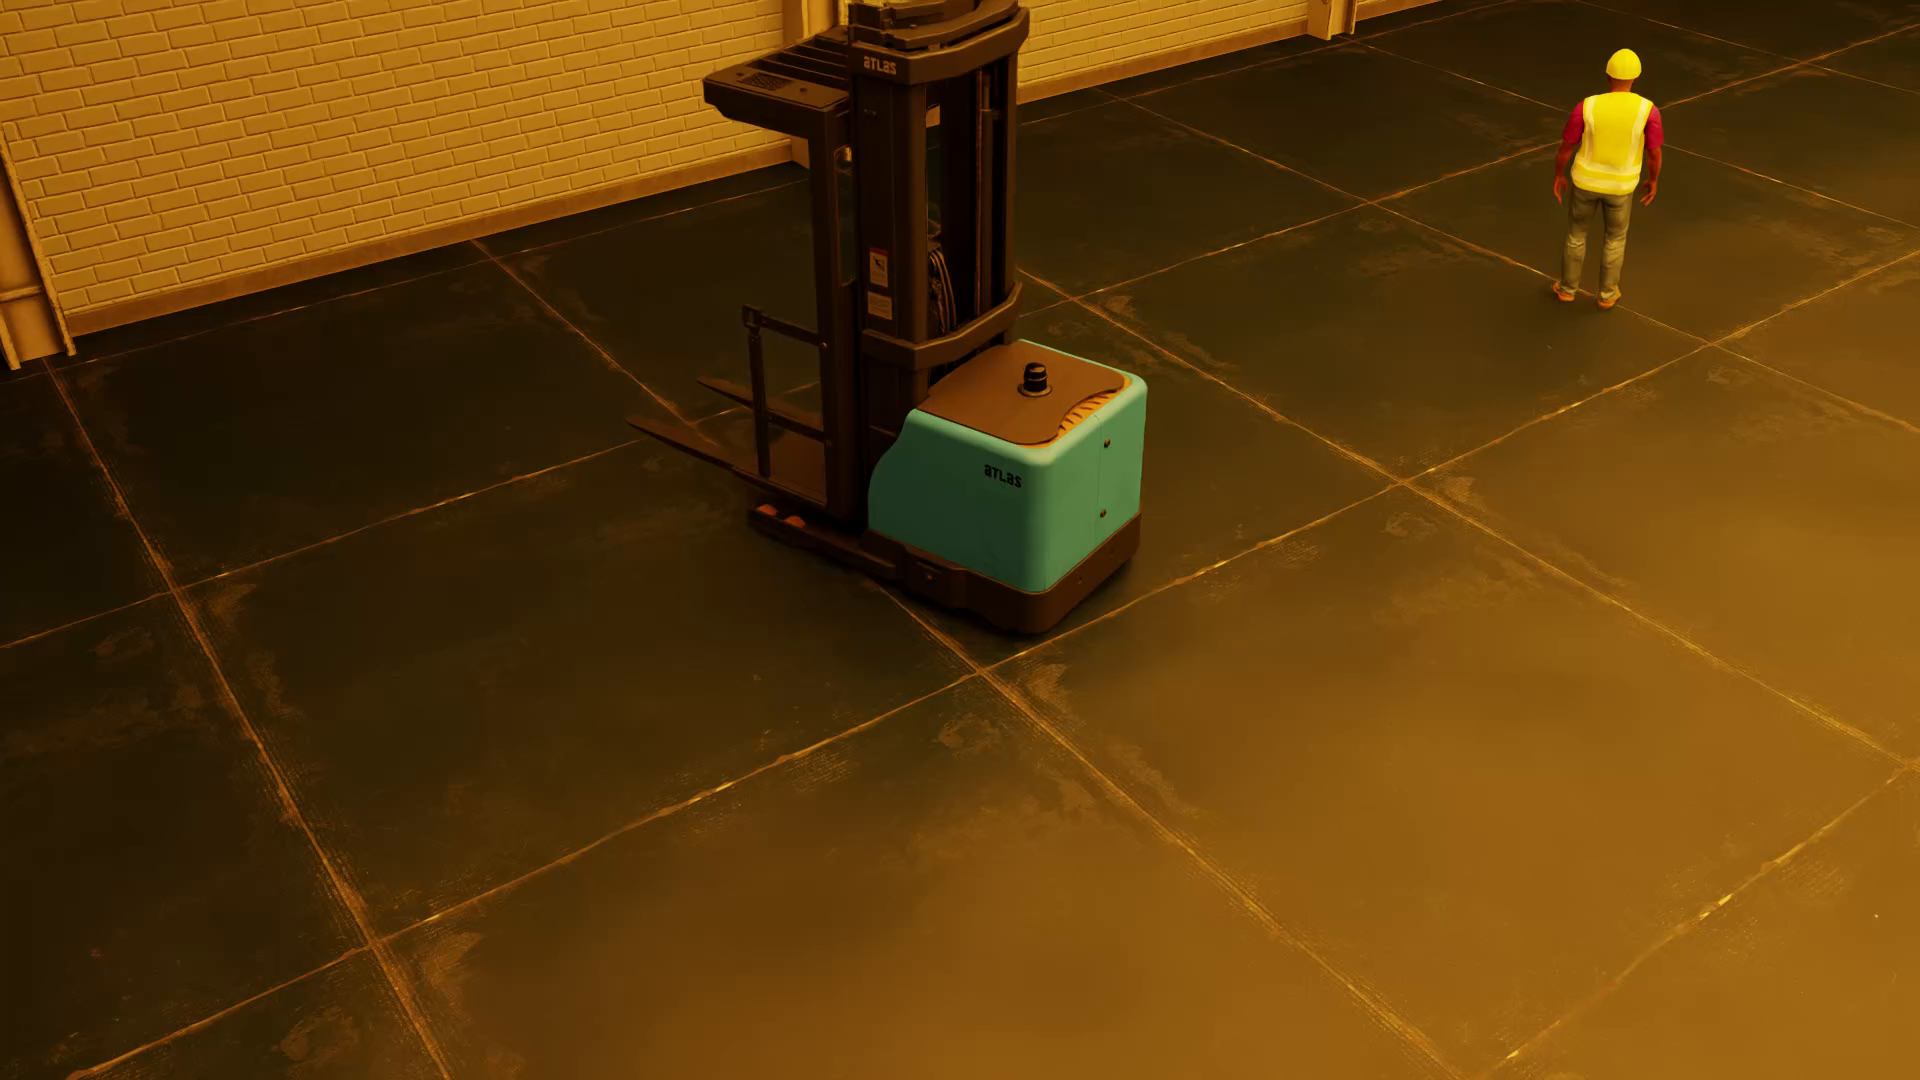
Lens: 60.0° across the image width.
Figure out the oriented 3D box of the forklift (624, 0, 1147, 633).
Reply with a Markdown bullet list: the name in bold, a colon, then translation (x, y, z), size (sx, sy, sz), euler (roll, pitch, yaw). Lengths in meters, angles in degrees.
- **forklift**: translation (-0.540, -1.400, 8.501), size (3.031, 2.935, 1.130), euler (22, 39, 29)

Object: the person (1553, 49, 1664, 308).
- **person**: translation (4.291, -2.396, 11.063), size (0.661, 1.777, 0.504), euler (13, 36, 18)
